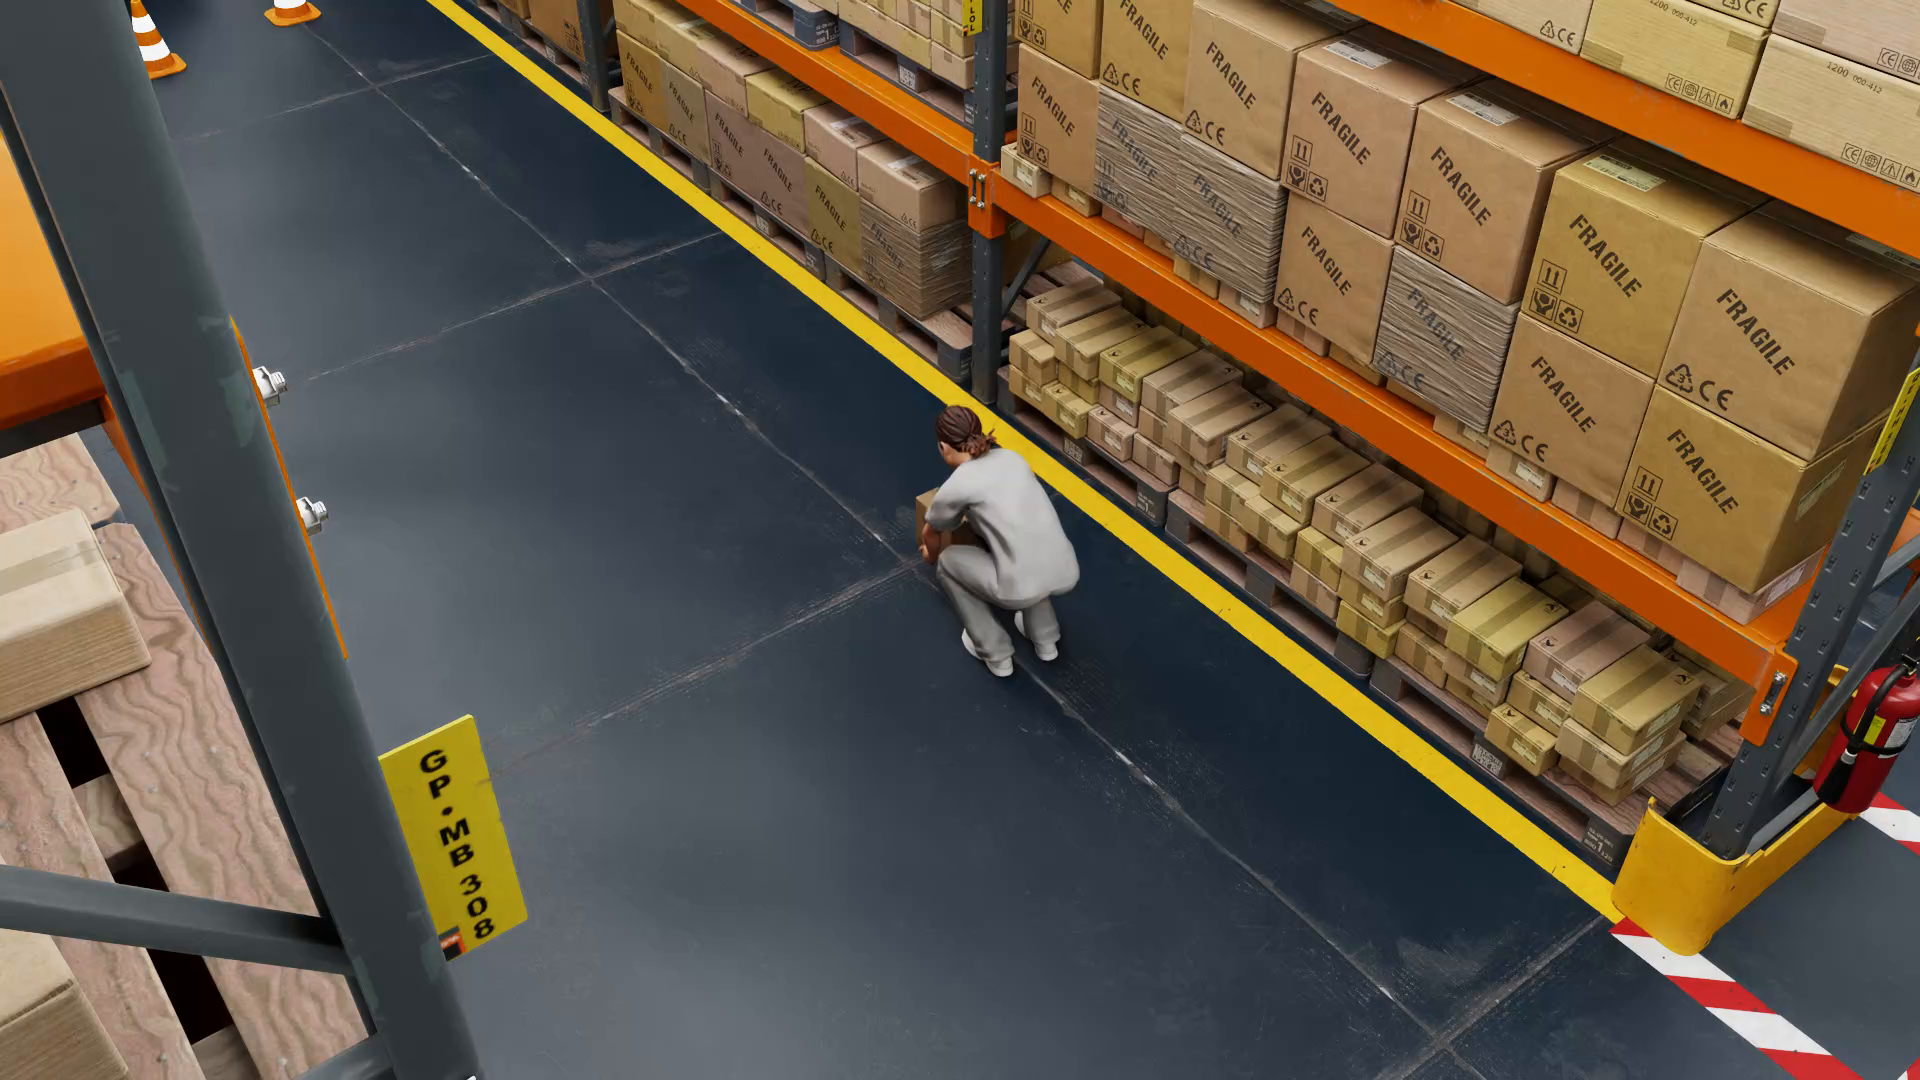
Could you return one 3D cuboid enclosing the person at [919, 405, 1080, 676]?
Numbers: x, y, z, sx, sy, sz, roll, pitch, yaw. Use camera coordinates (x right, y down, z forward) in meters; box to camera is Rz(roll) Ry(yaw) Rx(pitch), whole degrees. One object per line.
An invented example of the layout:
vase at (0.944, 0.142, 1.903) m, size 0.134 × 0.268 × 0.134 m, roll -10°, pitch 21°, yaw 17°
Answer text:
person at (0.143, 0.015, 6.656) m, size 0.486 × 1.009 × 0.781 m, roll -19°, pitch 44°, yaw -21°
